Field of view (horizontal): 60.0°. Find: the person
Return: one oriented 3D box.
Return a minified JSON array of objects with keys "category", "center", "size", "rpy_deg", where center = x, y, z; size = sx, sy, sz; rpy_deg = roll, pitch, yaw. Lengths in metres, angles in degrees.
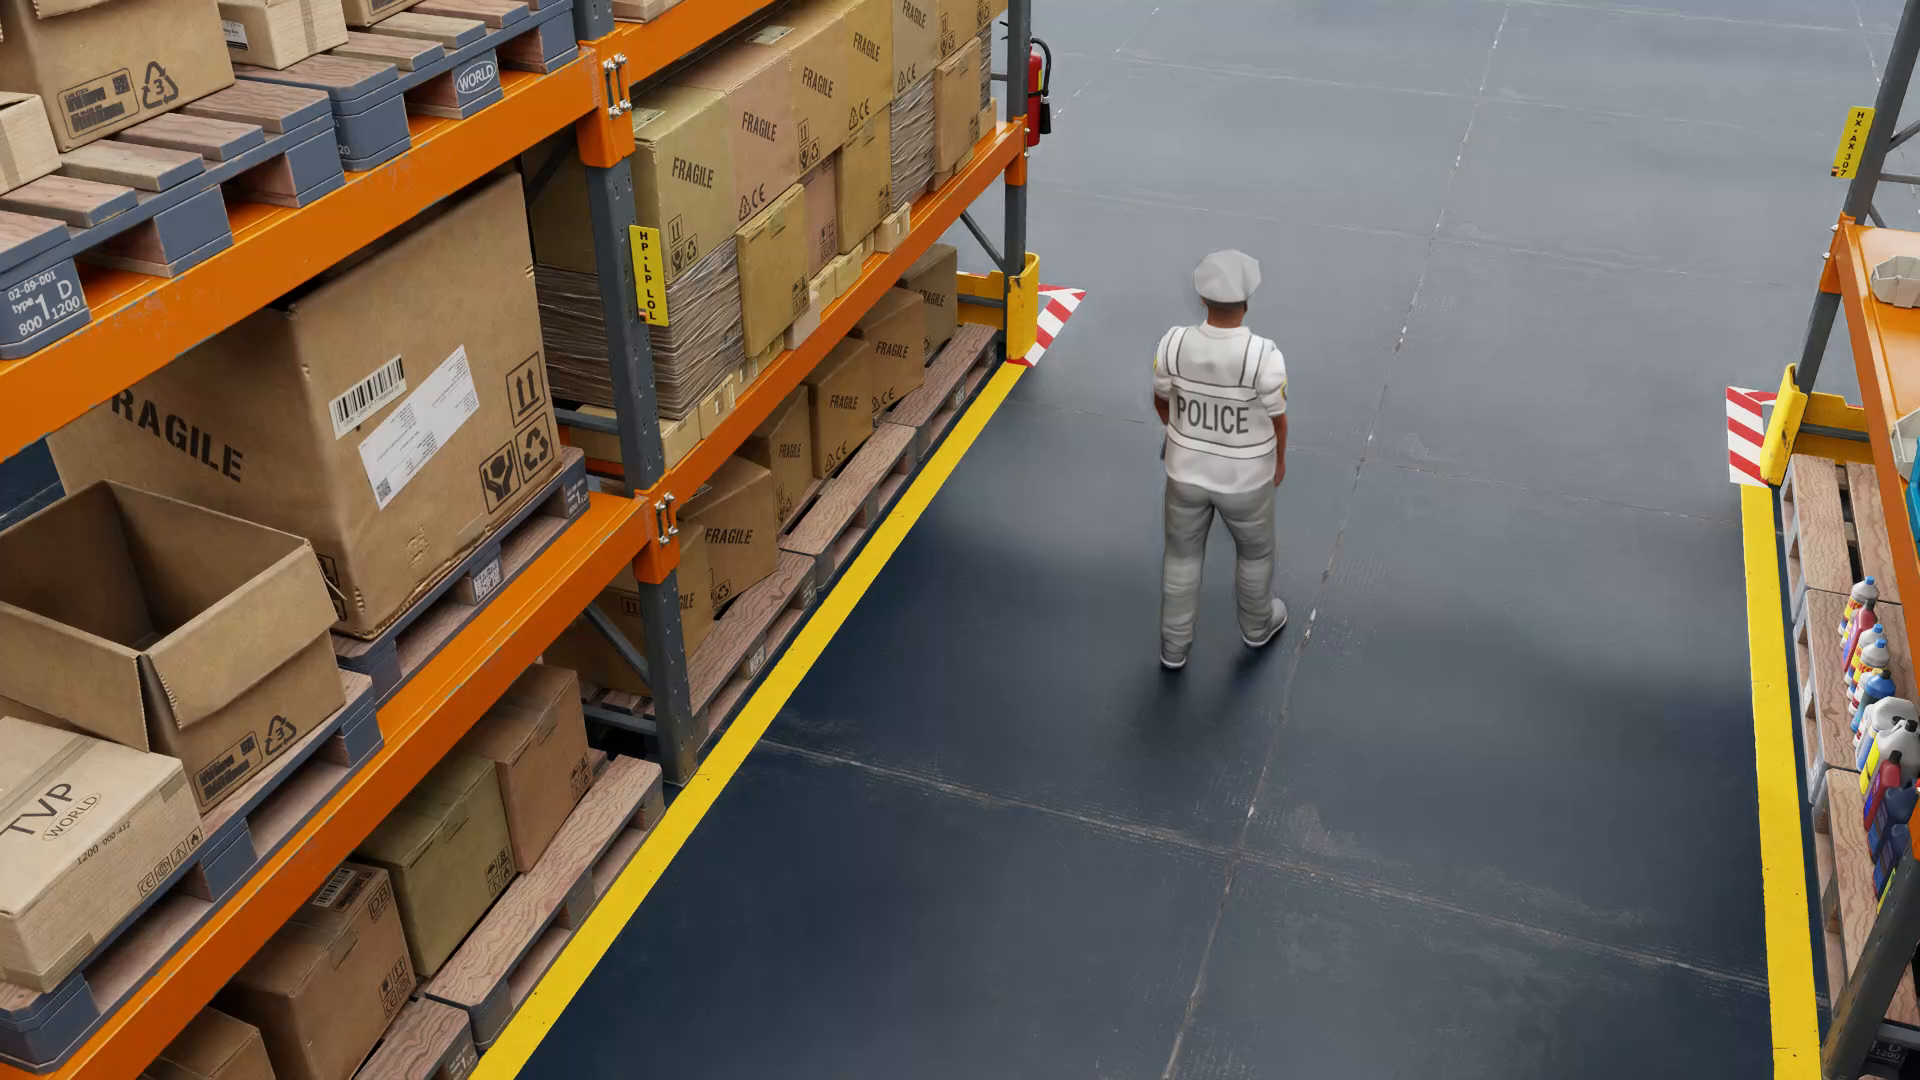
[{"category":"person","center":[1.056,-0.336,6.610],"size":[0.570,1.778,0.601],"rpy_deg":[14,36,20]}]
